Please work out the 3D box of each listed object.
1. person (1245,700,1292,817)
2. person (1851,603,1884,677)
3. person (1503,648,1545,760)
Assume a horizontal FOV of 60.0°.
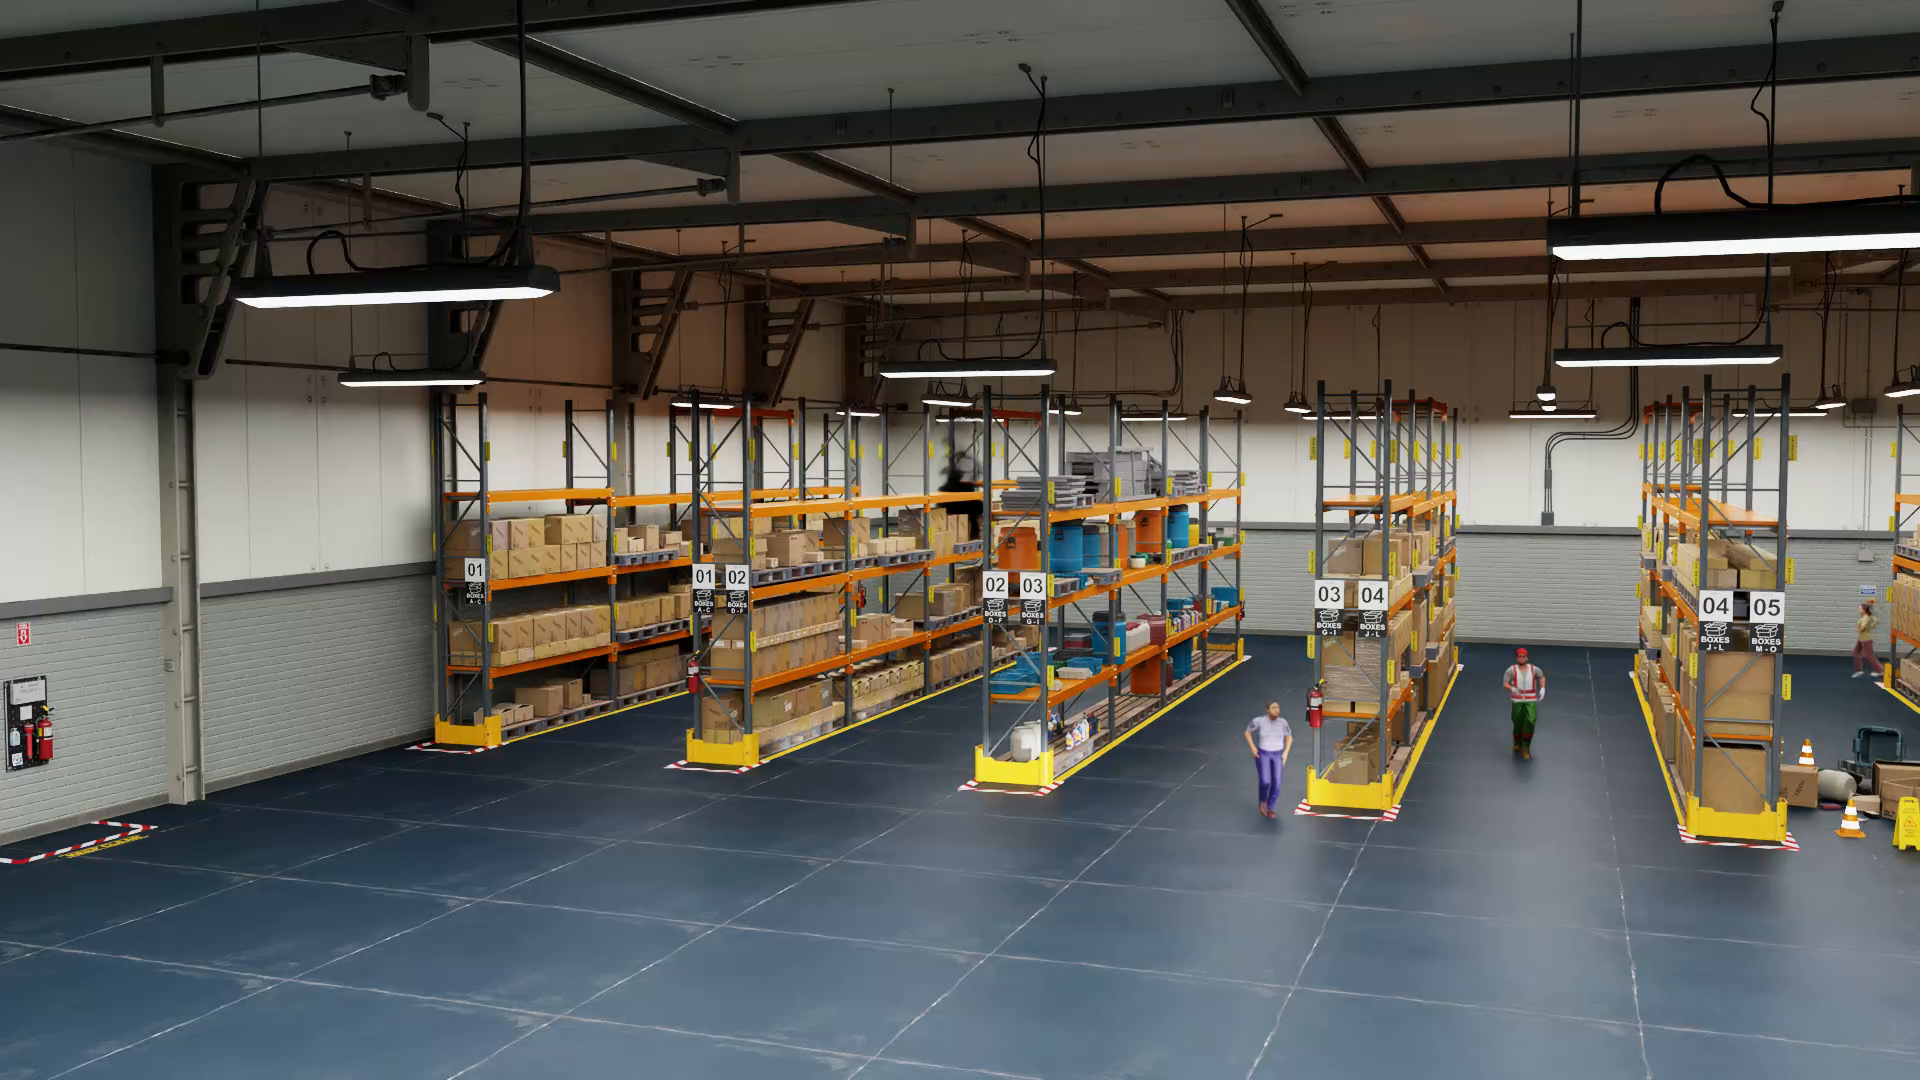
[{"bbox_3d":[4.238,2.996,22.677,0.630,1.602,0.551,0,3,-3],"label":"person"},{"bbox_3d":[19.997,2.245,36.565,0.687,1.712,0.612,2,3,29],"label":"person"},{"bbox_3d":[9.242,2.678,27.262,0.659,1.809,0.750,1,3,17],"label":"person"}]
